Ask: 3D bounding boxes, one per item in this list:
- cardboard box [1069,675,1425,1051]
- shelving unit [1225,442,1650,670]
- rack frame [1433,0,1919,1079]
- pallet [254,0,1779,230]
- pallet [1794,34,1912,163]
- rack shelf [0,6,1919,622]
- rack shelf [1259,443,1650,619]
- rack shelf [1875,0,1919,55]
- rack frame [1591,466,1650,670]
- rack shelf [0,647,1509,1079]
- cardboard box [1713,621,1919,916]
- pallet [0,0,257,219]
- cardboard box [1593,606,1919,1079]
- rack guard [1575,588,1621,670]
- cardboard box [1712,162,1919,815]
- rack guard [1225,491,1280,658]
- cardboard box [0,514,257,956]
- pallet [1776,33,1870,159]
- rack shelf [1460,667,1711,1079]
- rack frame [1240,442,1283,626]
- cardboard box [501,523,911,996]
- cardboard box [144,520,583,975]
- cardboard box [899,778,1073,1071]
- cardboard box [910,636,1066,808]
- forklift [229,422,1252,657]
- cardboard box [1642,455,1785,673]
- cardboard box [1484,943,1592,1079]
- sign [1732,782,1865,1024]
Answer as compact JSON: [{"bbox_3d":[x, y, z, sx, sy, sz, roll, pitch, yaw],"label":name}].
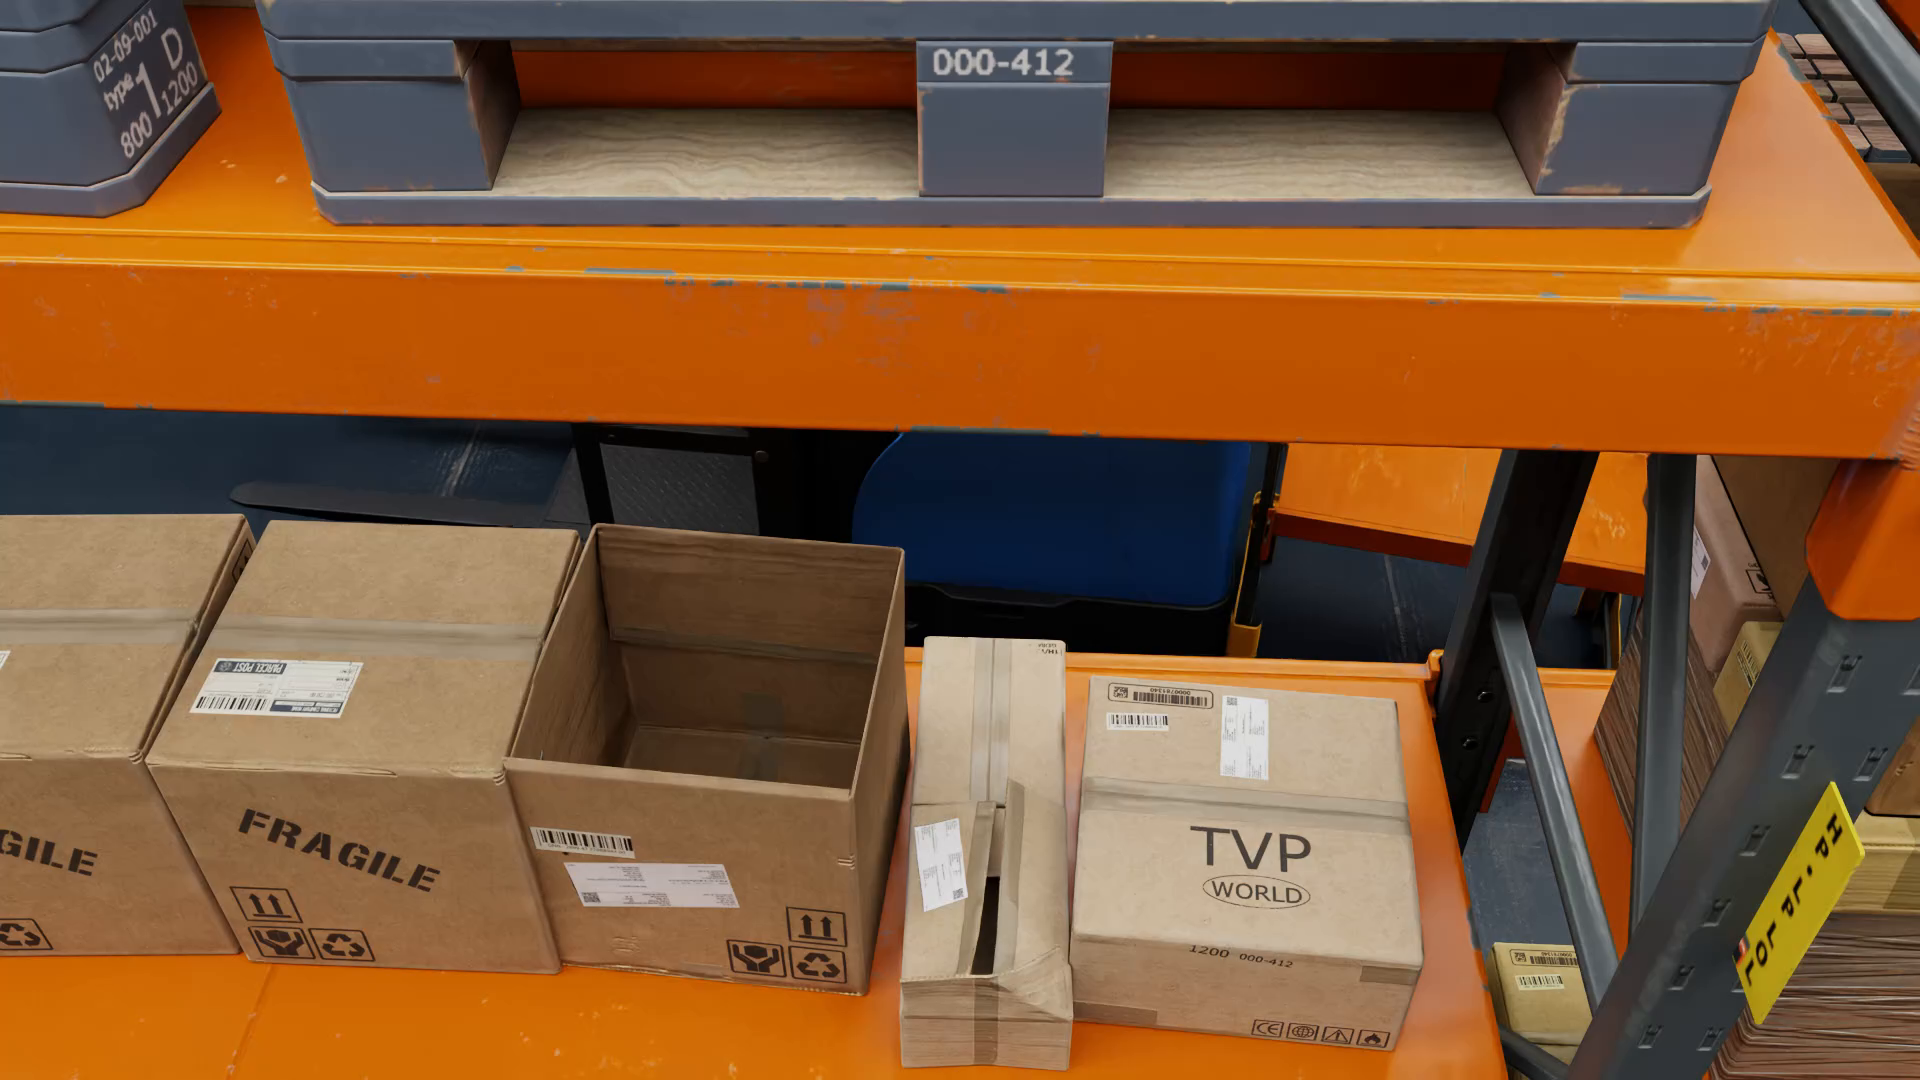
[{"bbox_3d":[0.435,0.497,2.626,0.500,0.250,0.500,4,43,5],"label":"cardboard box"},{"bbox_3d":[1.348,-0.231,4.397,1.083,1.500,0.587,10,44,11],"label":"shelving unit"},{"bbox_3d":[0.929,0.427,2.591,0.127,3.000,1.000,2,43,2],"label":"rack frame"},{"bbox_3d":[0.048,-0.619,1.653,1.217,0.209,0.805,0,43,0],"label":"pallet"},{"bbox_3d":[4.263,-1.801,7.029,1.213,0.211,1.003,2,43,2],"label":"pallet"},{"bbox_3d":[-1.069,-0.469,1.879,4.000,0.370,1.077,2,43,2],"label":"rack shelf"},{"bbox_3d":[1.356,-0.098,4.518,1.000,0.185,0.538,10,44,11],"label":"rack shelf"},{"bbox_3d":[2.927,-0.346,1.748,4.000,0.370,1.077,2,43,2],"label":"rack shelf"},{"bbox_3d":[1.849,-0.143,4.303,0.032,1.500,0.500,10,44,11],"label":"rack frame"},{"bbox_3d":[-1.069,0.629,2.902,4.000,0.370,1.077,2,43,2],"label":"rack shelf"},{"bbox_3d":[1.189,0.293,2.185,0.250,0.149,0.380,2,43,2],"label":"cardboard box"},{"bbox_3d":[-1.267,-0.732,1.773,1.213,0.211,1.003,4,43,4],"label":"pallet"},{"bbox_3d":[1.373,0.400,2.547,0.500,0.500,0.700,1,43,1],"label":"cardboard box"},{"bbox_3d":[1.830,0.311,4.732,0.087,0.250,0.587,10,44,11],"label":"rack guard"},{"bbox_3d":[1.373,-0.075,2.104,0.500,0.500,0.700,2,43,2],"label":"cardboard box"},{"bbox_3d":[0.865,0.142,4.914,0.087,0.250,0.587,10,44,11],"label":"rack guard"},{"bbox_3d":[-1.390,0.308,2.645,0.500,0.500,0.500,0,43,0],"label":"cardboard box"},{"bbox_3d":[3.047,-1.841,7.071,1.213,0.211,1.003,2,43,2],"label":"pallet"},{"bbox_3d":[2.927,0.752,2.770,4.000,0.370,1.077,2,43,2],"label":"rack shelf"},{"bbox_3d":[0.864,-0.316,4.489,0.032,1.500,0.500,10,44,11],"label":"rack frame"},{"bbox_3d":[-0.363,0.340,2.611,0.500,0.500,0.500,5,43,5],"label":"cardboard box"},{"bbox_3d":[-0.864,0.324,2.628,0.500,0.500,0.500,2,43,2],"label":"cardboard box"},{"bbox_3d":[0.043,0.574,2.531,0.258,0.266,0.396,1,43,1],"label":"cardboard box"},{"bbox_3d":[0.053,0.353,2.855,0.250,0.149,0.380,2,43,2],"label":"cardboard box"},{"bbox_3d":[-0.683,-1.129,4.312,3.031,2.935,1.130,5,43,5],"label":"forklift"},{"bbox_3d":[1.211,0.016,2.483,0.250,0.149,0.380,2,43,2],"label":"cardboard box"},{"bbox_3d":[1.402,1.145,3.529,0.500,0.250,0.500,2,43,2],"label":"cardboard box"},{"bbox_3d":[0.915,0.402,1.826,0.005,0.325,0.100,2,43,2],"label":"sign"}]
